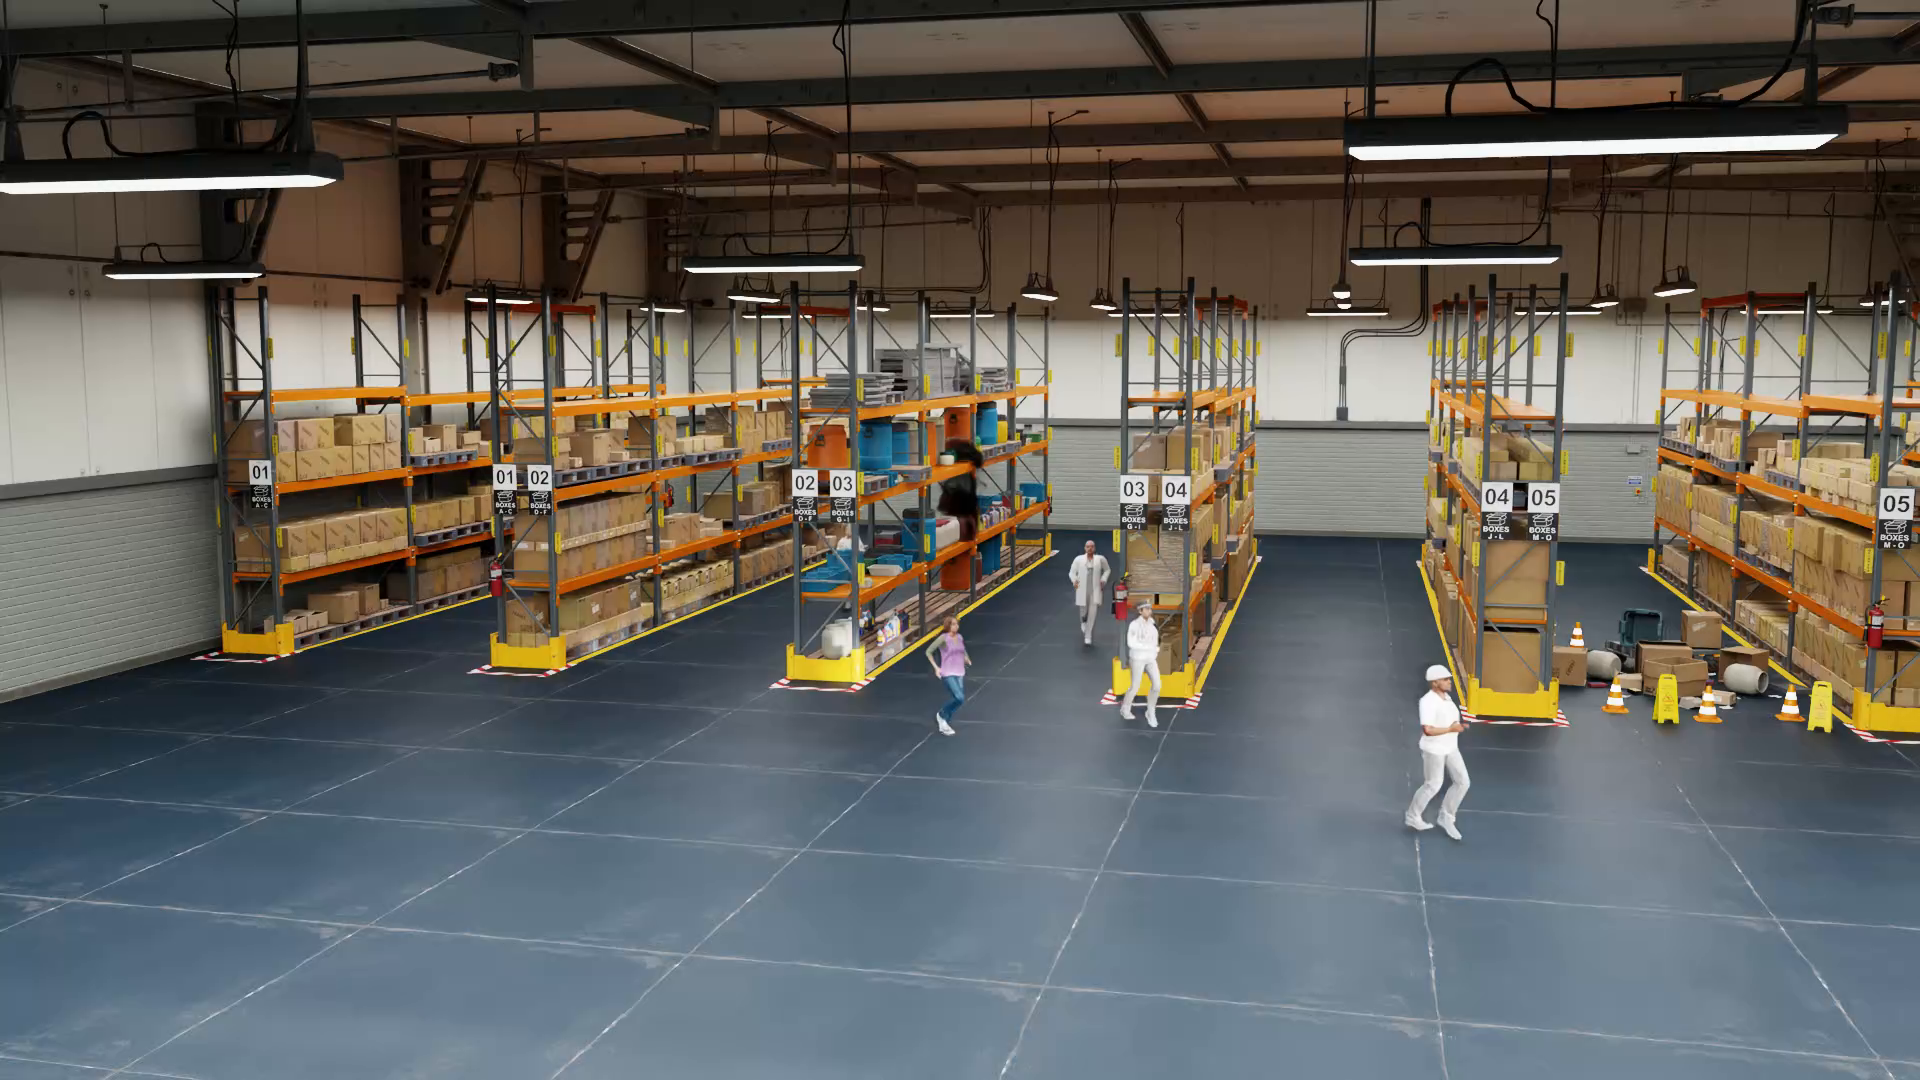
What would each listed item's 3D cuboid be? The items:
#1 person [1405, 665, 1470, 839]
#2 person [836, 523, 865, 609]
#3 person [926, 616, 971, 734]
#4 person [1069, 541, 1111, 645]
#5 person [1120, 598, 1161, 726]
[{"bbox_3d":[4.930,2.180,17.042,0.706,1.812,0.673,6,9,43],"label":"person"},{"bbox_3d":[-2.142,0.489,32.202,0.614,1.641,0.580,1,7,9],"label":"person"},{"bbox_3d":[-0.090,1.758,21.468,0.591,1.564,0.522,6,9,44],"label":"person"},{"bbox_3d":[2.210,0.881,28.387,0.691,1.750,0.888,0,7,4],"label":"person"},{"bbox_3d":[2.456,1.640,22.210,0.628,1.758,0.719,-5,8,-35],"label":"person"}]
